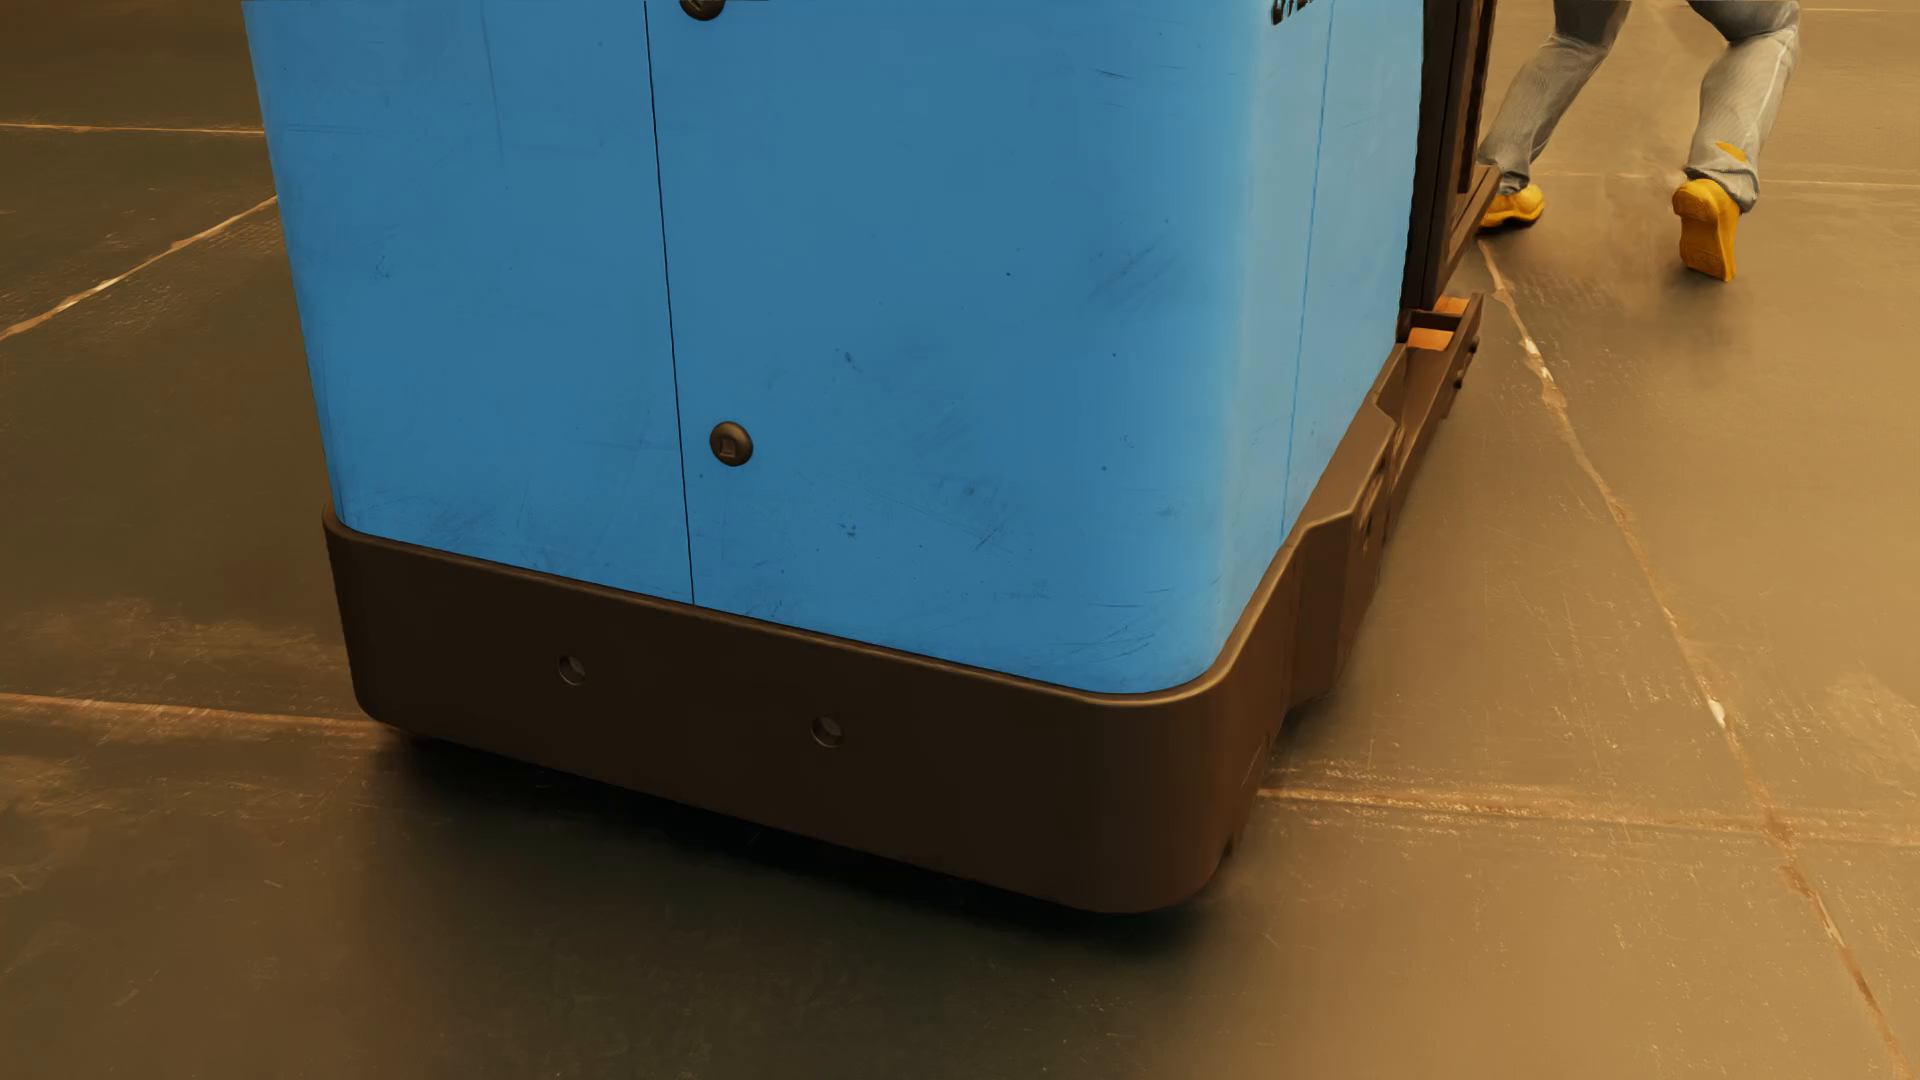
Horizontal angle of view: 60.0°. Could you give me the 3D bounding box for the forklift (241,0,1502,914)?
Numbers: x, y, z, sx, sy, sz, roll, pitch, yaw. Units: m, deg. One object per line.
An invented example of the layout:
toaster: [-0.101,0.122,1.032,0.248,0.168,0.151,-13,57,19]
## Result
forklift: [0.322,-1.583,2.390,1.130,2.935,3.031,11,28,20]

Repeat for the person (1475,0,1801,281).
person: [1.567,-1.371,3.551,1.049,1.652,0.507,19,32,33]
